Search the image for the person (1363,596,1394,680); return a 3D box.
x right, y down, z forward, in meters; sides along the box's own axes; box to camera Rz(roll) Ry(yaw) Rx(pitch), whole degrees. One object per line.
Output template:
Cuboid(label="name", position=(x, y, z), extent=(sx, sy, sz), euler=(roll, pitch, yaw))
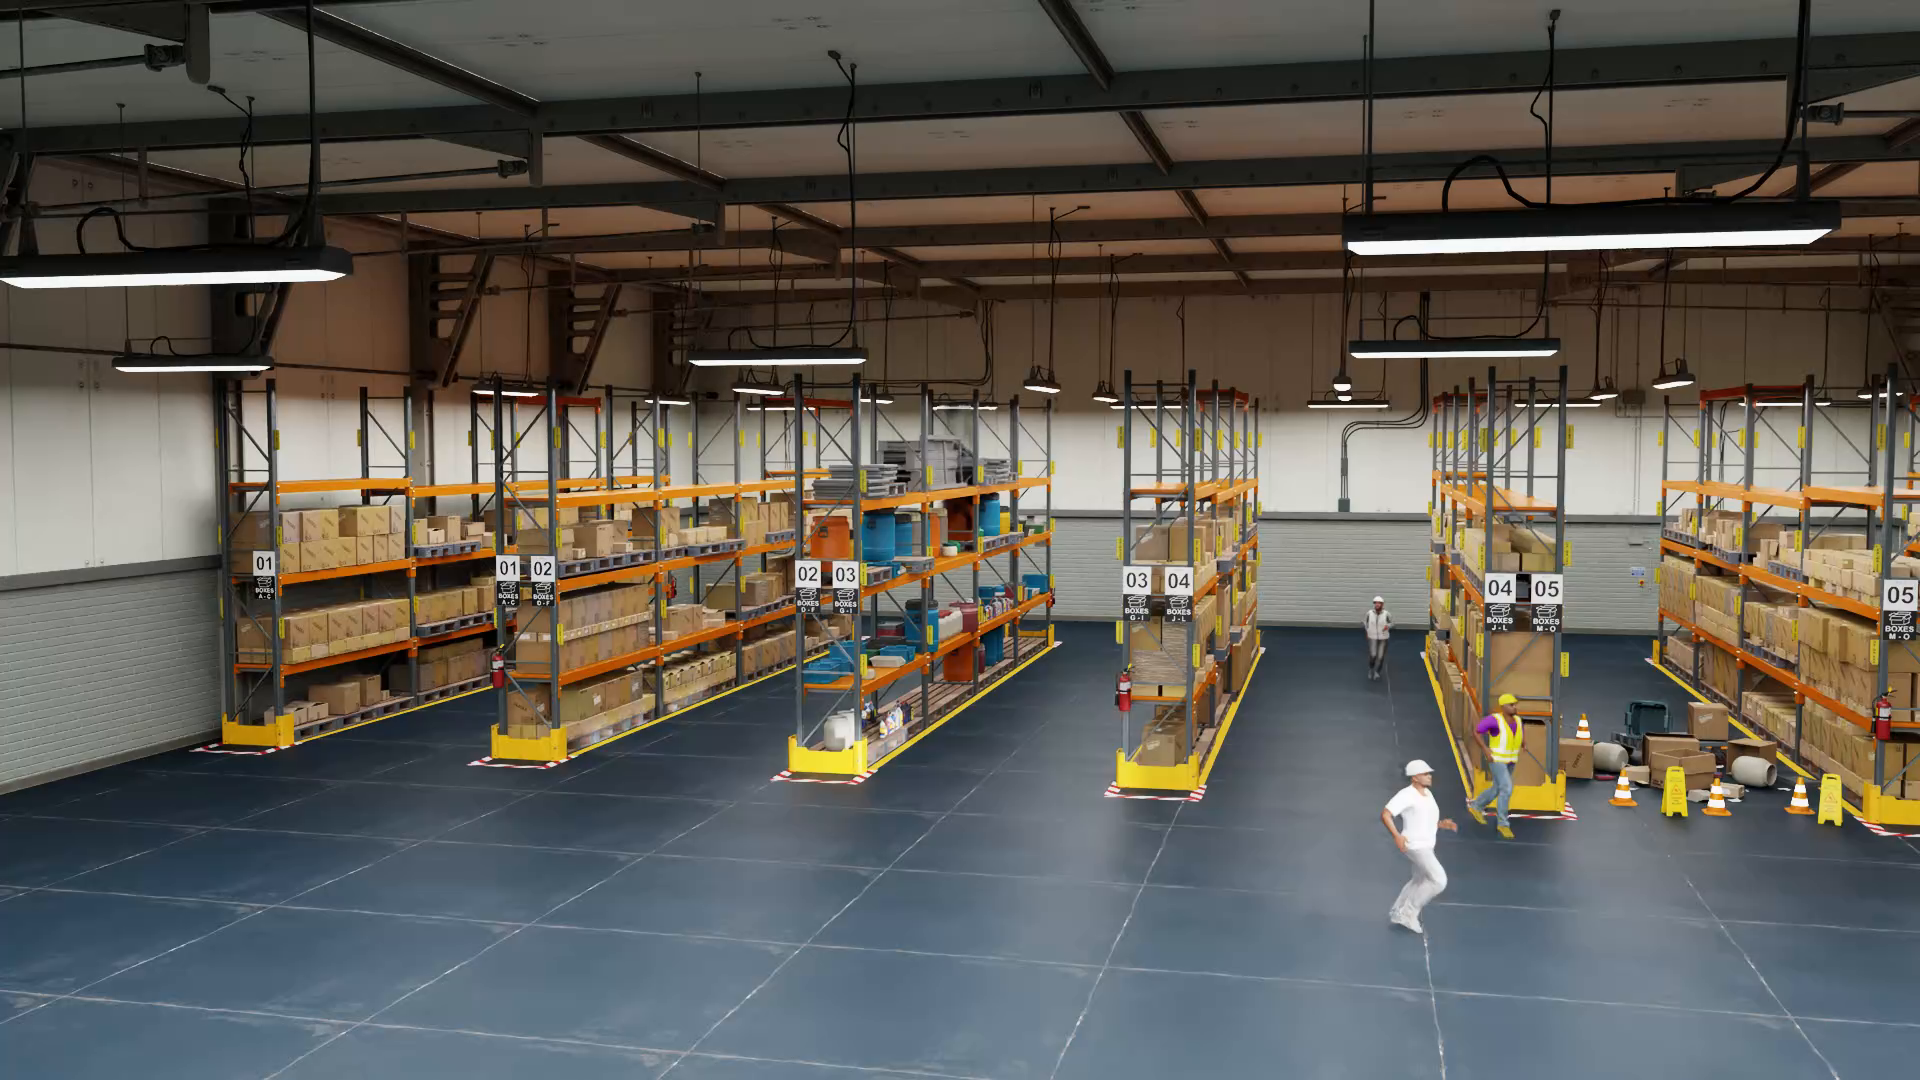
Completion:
Cuboid(label="person", position=(8.706, 2.050, 34.591), extent=(0.636, 1.752, 0.660), euler=(1, 4, 15))

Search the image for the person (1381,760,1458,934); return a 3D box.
Cuboid(label="person", position=(4.687, 3.107, 16.869), extent=(0.678, 1.743, 0.679), euler=(2, 4, 34))

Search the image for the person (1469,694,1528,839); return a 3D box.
Cuboid(label="person", position=(6.912, 2.847, 21.271), extent=(0.692, 1.808, 0.833), euler=(-2, 4, -30))
